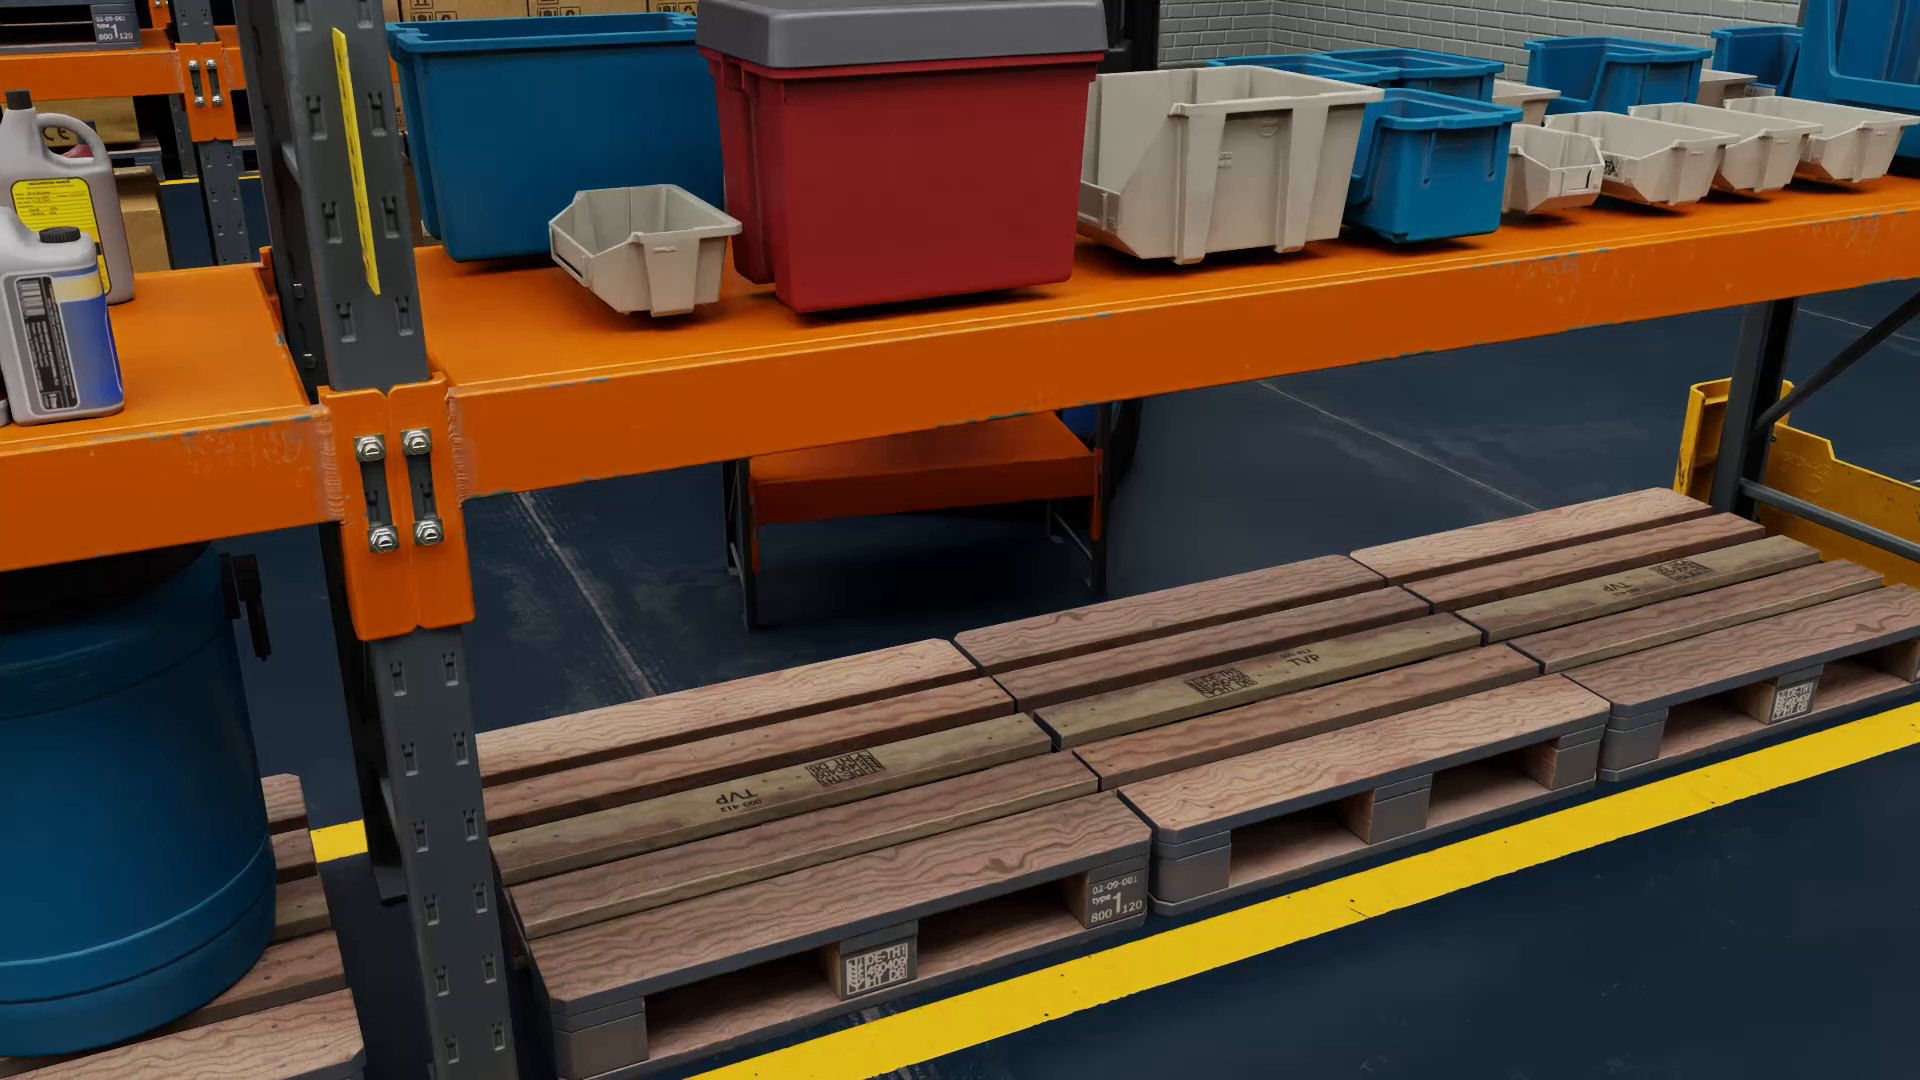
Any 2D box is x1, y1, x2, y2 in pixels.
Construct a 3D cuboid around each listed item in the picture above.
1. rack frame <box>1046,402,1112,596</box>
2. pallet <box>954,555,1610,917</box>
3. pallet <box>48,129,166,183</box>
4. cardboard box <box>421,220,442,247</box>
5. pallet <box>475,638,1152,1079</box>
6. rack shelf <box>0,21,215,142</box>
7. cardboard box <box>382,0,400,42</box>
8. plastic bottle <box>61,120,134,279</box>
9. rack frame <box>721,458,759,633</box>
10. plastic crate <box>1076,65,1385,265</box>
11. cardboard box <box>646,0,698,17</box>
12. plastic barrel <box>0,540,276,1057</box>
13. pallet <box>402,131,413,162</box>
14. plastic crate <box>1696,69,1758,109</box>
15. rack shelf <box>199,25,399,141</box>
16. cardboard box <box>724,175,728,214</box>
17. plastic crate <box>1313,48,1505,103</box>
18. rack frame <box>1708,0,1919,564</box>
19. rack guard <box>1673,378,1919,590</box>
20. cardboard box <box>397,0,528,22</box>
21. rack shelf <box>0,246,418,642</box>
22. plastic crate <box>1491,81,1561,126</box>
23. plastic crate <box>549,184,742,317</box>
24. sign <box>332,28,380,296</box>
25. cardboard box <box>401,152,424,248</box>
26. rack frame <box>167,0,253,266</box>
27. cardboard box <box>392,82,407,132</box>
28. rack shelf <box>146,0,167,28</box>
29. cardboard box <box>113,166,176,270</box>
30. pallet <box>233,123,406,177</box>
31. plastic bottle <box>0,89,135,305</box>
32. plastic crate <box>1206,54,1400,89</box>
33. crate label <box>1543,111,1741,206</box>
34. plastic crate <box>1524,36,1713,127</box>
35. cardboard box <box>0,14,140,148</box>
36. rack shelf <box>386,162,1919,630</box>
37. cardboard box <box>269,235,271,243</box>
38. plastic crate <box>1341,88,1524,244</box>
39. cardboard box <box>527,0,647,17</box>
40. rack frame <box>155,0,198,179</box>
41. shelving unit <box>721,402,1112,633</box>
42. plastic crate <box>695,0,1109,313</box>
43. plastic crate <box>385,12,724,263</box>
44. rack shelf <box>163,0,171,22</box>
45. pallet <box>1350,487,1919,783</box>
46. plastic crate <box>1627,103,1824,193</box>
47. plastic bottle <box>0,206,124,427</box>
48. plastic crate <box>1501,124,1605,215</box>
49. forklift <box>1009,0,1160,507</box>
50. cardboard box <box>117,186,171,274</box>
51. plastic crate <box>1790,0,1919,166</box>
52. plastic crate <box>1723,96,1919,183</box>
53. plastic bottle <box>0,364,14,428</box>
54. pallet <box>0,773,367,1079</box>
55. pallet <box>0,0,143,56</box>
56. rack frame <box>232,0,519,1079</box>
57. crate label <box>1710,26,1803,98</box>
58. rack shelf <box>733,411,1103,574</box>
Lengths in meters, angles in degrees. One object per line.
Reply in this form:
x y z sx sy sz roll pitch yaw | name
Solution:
0.350 -0.450 4.866 0.032 1.125 0.500 -5 23 -13 | rack frame
0.734 0.403 4.000 1.213 0.211 1.003 -10 25 -24 | pallet
-5.972 -2.518 11.056 1.213 0.211 1.003 -10 25 -24 | pallet
-2.455 -1.415 7.898 0.250 0.149 0.380 -10 25 -24 | cardboard box
-0.367 0.607 3.507 1.213 0.211 1.003 -10 25 -24 | pallet
-4.959 -1.589 6.108 4.000 0.370 1.077 -10 25 -24 | rack shelf
-2.580 -2.290 6.730 0.500 0.500 0.500 -10 24 -22 | cardboard box
-1.528 -0.578 2.877 0.133 0.283 0.061 -10 25 -24 | plastic bottle
-0.637 -0.356 4.639 0.032 1.125 0.500 -5 23 -13 | rack frame
0.444 -0.709 3.116 0.530 0.282 0.437 -10 25 -24 | plastic crate
-1.210 -2.543 7.342 0.500 0.500 0.500 -11 25 -24 | cardboard box
-1.510 0.314 2.764 0.708 0.901 0.600 -10 25 -24 | plastic barrel
-3.489 -2.975 12.160 1.213 0.211 1.003 -10 25 -24 | pallet
1.902 -1.163 4.404 0.298 0.136 0.250 -10 25 -24 | plastic crate
-1.355 -2.253 7.711 4.000 0.370 1.077 -10 25 -24 | rack shelf
-1.467 -1.617 7.923 0.637 0.503 0.797 -10 25 -24 | cardboard box
1.040 -1.014 3.918 0.300 0.233 0.416 -10 25 -24 | plastic crate
2.592 -1.209 4.250 0.127 3.000 1.000 -10 25 -24 | rack frame
2.608 -0.063 4.748 0.348 0.500 1.175 -10 25 -24 | rack guard
-2.120 -2.376 6.938 0.500 0.500 0.500 -10 24 -23 | cardboard box
-2.814 0.118 1.983 4.000 0.370 1.077 -10 25 -24 | rack shelf
1.291 -1.051 4.132 0.298 0.136 0.250 -10 25 -24 | plastic crate
-0.531 -0.480 2.753 0.243 0.136 0.396 -10 25 -24 | plastic crate
-0.775 -0.484 2.135 0.005 0.325 0.100 -10 25 -24 | sign
-2.767 -1.494 7.631 0.500 0.500 0.500 -10 25 -24 | cardboard box
-3.157 -2.254 6.772 0.127 3.000 1.000 -10 25 -24 | rack frame
-4.137 -3.170 11.705 0.500 0.500 0.700 -11 25 -24 | cardboard box
-7.111 -3.296 10.231 4.000 0.370 1.077 -10 25 -24 | rack shelf
-3.699 -1.306 7.175 0.500 0.500 0.500 -12 25 -26 | cardboard box
-4.590 -2.771 11.668 1.213 0.211 1.003 -10 25 -24 | pallet
-1.506 -0.570 2.769 0.185 0.351 0.144 -10 25 -24 | plastic bottle
0.770 -0.964 3.797 0.300 0.233 0.416 -10 25 -24 | plastic crate
1.428 -0.820 3.575 0.243 0.136 0.396 -10 25 -24 | crate label
1.634 -1.123 4.182 0.300 0.233 0.416 -10 25 -24 | plastic crate
-5.838 -3.008 10.857 0.750 0.750 0.750 -10 25 -23 | cardboard box
0.790 -0.545 3.586 4.000 0.370 1.077 -10 25 -24 | rack shelf
-2.685 -1.210 7.190 0.500 0.311 0.500 -10 25 -24 | cardboard box
0.853 -0.731 3.234 0.300 0.233 0.416 -10 25 -24 | plastic crate
-1.668 -2.459 7.137 0.500 0.500 0.500 -11 25 -24 | cardboard box
-5.309 -3.960 10.895 0.127 3.000 1.000 -10 25 -24 | rack frame
-0.144 -0.403 4.752 1.048 1.125 0.538 -5 23 -13 | shelving unit
-0.099 -0.665 2.772 0.583 0.464 0.402 -10 25 -24 | plastic crate
-0.740 -0.761 3.109 0.575 0.384 0.392 -10 25 -24 | plastic crate
-3.507 -3.959 11.834 4.000 0.370 1.077 -10 25 -24 | rack shelf
1.832 0.203 4.485 1.213 0.211 1.003 -10 25 -24 | pallet
1.668 -0.874 3.707 0.243 0.136 0.396 -10 25 -24 | plastic crate
-1.227 -0.312 2.243 0.135 0.276 0.152 -10 25 -24 | plastic bottle
1.169 -0.764 3.441 0.250 0.136 0.298 -10 25 -24 | plastic crate
0.217 -1.991 6.227 1.130 2.935 3.031 4 23 9 | forklift
-3.478 -1.121 6.730 0.500 0.500 0.500 -11 25 -24 | cardboard box
2.371 -1.133 3.942 0.499 0.435 0.616 -10 25 -24 | plastic crate
1.936 -0.918 3.811 0.243 0.136 0.396 -10 25 -24 | plastic crate
-1.320 -0.249 2.188 0.097 0.201 0.097 0 22 0 | plastic bottle
-1.726 0.856 2.906 1.213 0.211 1.003 -10 25 -24 | pallet
-3.925 -2.070 6.579 1.213 0.211 1.003 -10 25 -24 | pallet
-1.012 -0.546 2.647 0.127 3.000 1.000 -10 25 -24 | rack frame
2.227 -1.232 4.445 0.303 0.233 0.416 -10 25 -24 | crate label
-0.144 -0.177 4.846 1.000 0.278 0.538 -5 23 -13 | rack shelf
